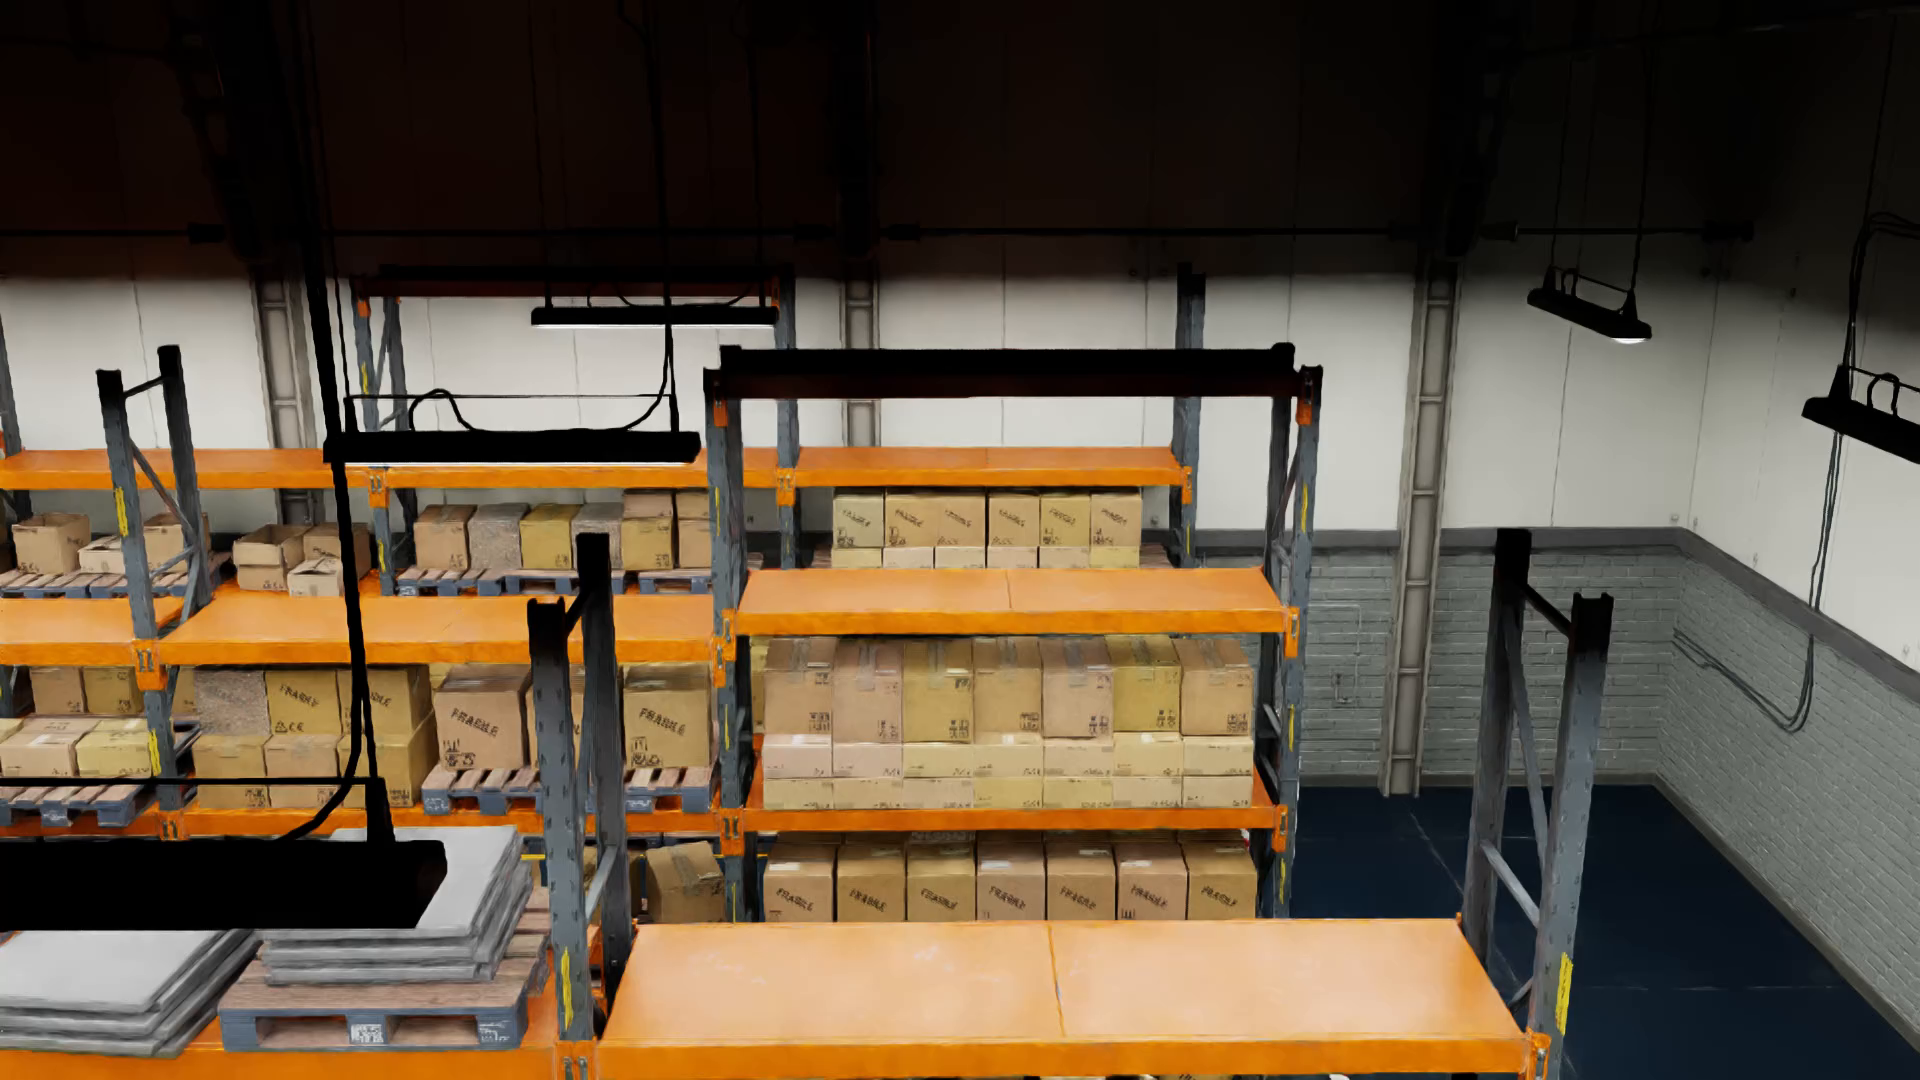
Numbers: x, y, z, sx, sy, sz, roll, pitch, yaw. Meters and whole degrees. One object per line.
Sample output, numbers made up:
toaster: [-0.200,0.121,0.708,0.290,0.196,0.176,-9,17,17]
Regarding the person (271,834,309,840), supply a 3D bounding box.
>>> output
person: [-5.674,3.234,14.609,0.568,1.611,0.625,-1,16,-3]
